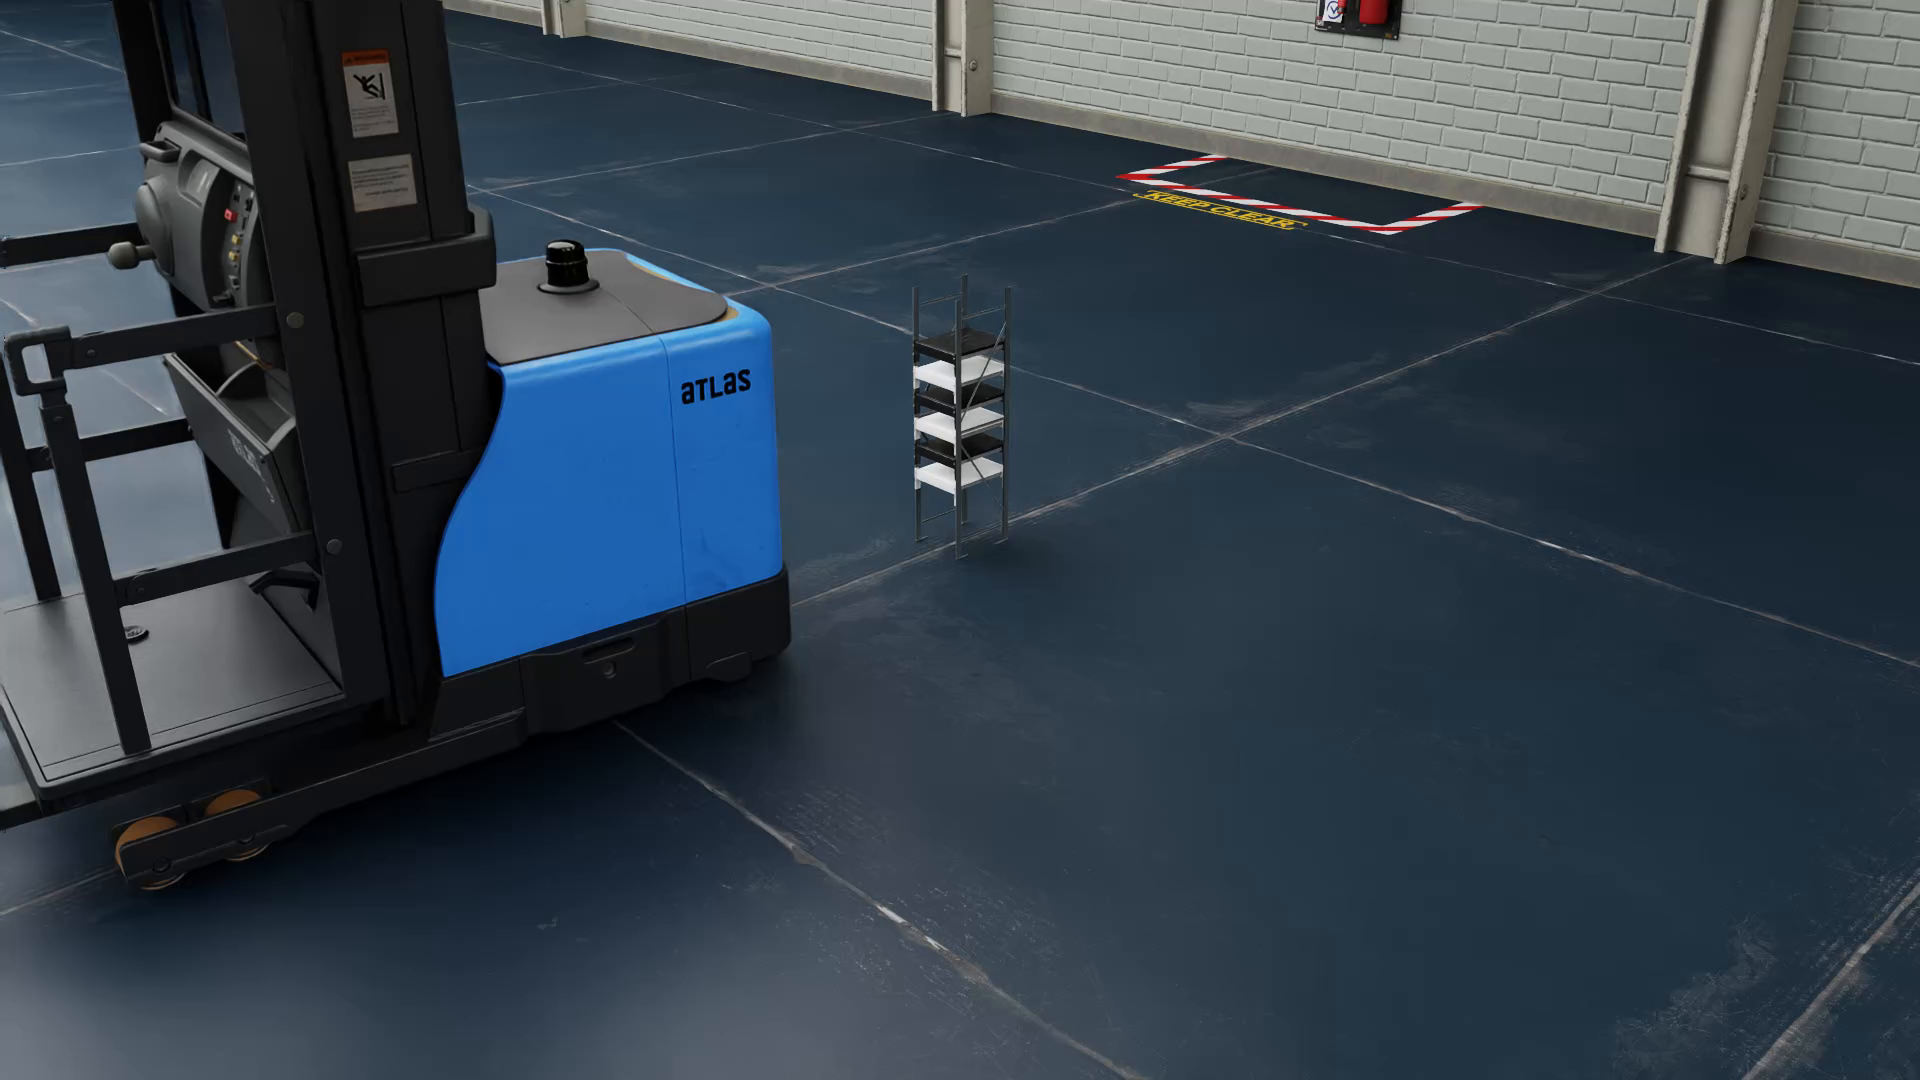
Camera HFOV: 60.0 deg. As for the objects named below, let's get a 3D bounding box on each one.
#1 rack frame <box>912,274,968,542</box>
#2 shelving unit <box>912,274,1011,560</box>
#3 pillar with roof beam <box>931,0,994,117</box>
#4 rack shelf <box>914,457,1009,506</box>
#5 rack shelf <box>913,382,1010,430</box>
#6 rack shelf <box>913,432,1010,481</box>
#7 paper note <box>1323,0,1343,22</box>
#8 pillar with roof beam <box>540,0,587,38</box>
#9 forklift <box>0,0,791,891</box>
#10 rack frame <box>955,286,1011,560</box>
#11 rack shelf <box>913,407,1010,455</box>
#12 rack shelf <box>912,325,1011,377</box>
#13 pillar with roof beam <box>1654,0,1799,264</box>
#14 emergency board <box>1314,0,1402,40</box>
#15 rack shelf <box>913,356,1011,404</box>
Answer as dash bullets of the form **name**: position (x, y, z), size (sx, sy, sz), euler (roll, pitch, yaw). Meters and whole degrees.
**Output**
- **rack frame**: position (-0.064, -0.438, 5.625), size (0.240, 0.900, 0.006), euler (-21, 32, -38)
- **shelving unit**: position (0.006, -0.407, 5.558), size (0.258, 0.900, 0.210), euler (-21, 32, -38)
- **pillar with roof beam**: position (-3.122, -6.290, 8.696), size (9.100, 9.000, 0.400), euler (-21, 32, -38)
- **rack shelf**: position (0.006, -0.213, 5.646), size (0.258, 0.077, 0.200), euler (-21, 32, -38)
- **rack shelf**: position (0.006, -0.459, 5.534), size (0.258, 0.077, 0.200), euler (-21, 32, -38)
- **rack shelf**: position (0.006, -0.295, 5.609), size (0.258, 0.077, 0.200), euler (-21, 32, -38)
- **paper note**: position (2.390, -3.396, 10.641), size (0.016, 0.148, 0.142), euler (-21, 32, -38)
- **pillar with roof beam**: position (-7.223, -8.108, 12.680), size (9.100, 9.000, 0.400), euler (-21, 32, -38)
- **forklift**: position (-1.981, -0.755, 3.874), size (3.031, 2.935, 1.130), euler (-17, 30, -33)
- **rack frame**: position (0.075, -0.376, 5.490), size (0.240, 0.900, 0.006), euler (-21, 32, -38)
- **rack shelf**: position (0.006, -0.377, 5.572), size (0.258, 0.077, 0.200), euler (-21, 32, -38)
- **rack shelf**: position (0.006, -0.622, 5.460), size (0.258, 0.077, 0.200), euler (-21, 32, -38)
- **pillar with roof beam**: position (0.979, -4.472, 4.711), size (9.100, 9.000, 0.400), euler (-21, 32, -38)
- **emergency board**: position (2.461, -3.724, 10.298), size (0.194, 1.169, 0.643), euler (-21, 32, -38)
- **rack shelf**: position (0.006, -0.540, 5.497), size (0.258, 0.077, 0.200), euler (-21, 32, -38)
